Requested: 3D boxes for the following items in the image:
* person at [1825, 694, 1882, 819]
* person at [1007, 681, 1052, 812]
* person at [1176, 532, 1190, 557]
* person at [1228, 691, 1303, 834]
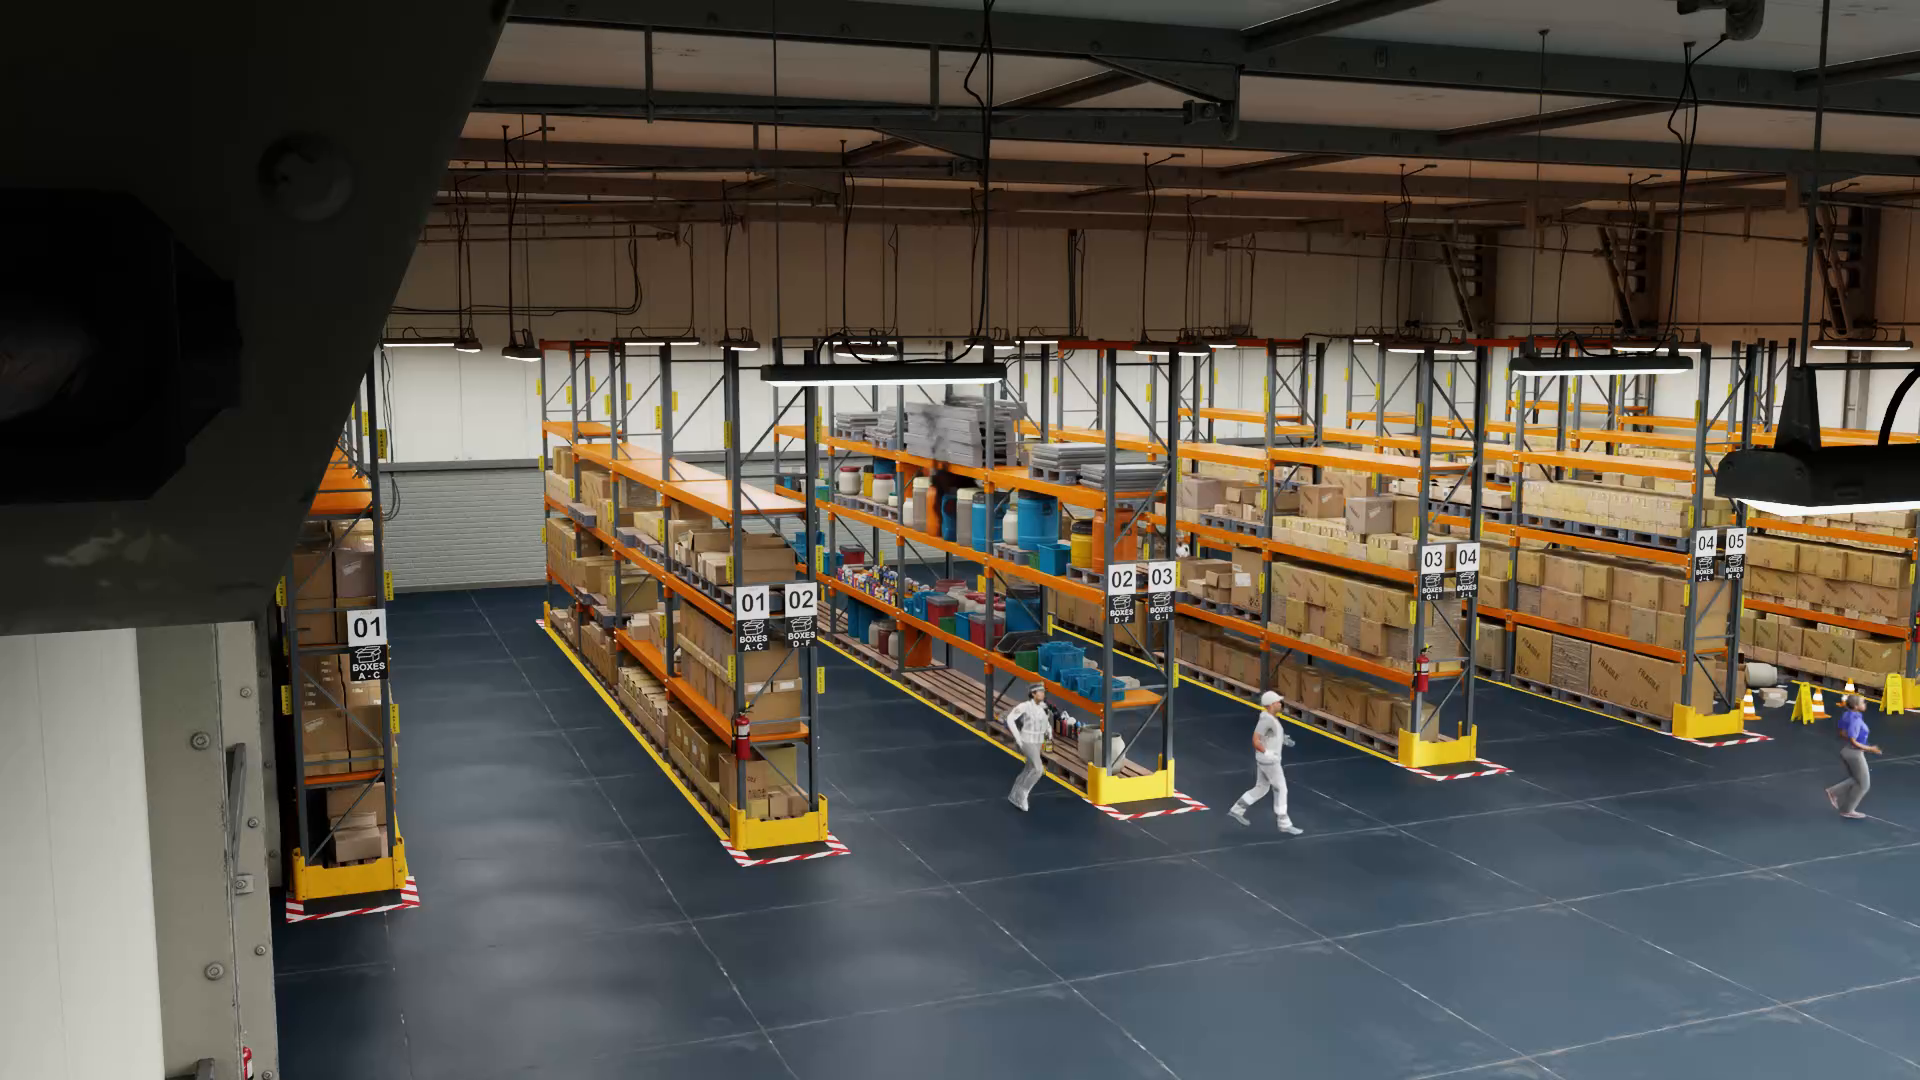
[{"bbox_3d":[11.464,2.770,21.324,0.578,1.605,0.572,2,8,17],"label":"person"},{"bbox_3d":[0.952,2.687,21.831,0.630,1.681,0.604,7,10,41],"label":"person"},{"bbox_3d":[4.921,0.642,37.418,0.643,1.663,0.799,-2,8,-17],"label":"person"},{"bbox_3d":[3.801,2.744,20.599,0.920,1.779,0.666,1,7,6],"label":"person"}]
